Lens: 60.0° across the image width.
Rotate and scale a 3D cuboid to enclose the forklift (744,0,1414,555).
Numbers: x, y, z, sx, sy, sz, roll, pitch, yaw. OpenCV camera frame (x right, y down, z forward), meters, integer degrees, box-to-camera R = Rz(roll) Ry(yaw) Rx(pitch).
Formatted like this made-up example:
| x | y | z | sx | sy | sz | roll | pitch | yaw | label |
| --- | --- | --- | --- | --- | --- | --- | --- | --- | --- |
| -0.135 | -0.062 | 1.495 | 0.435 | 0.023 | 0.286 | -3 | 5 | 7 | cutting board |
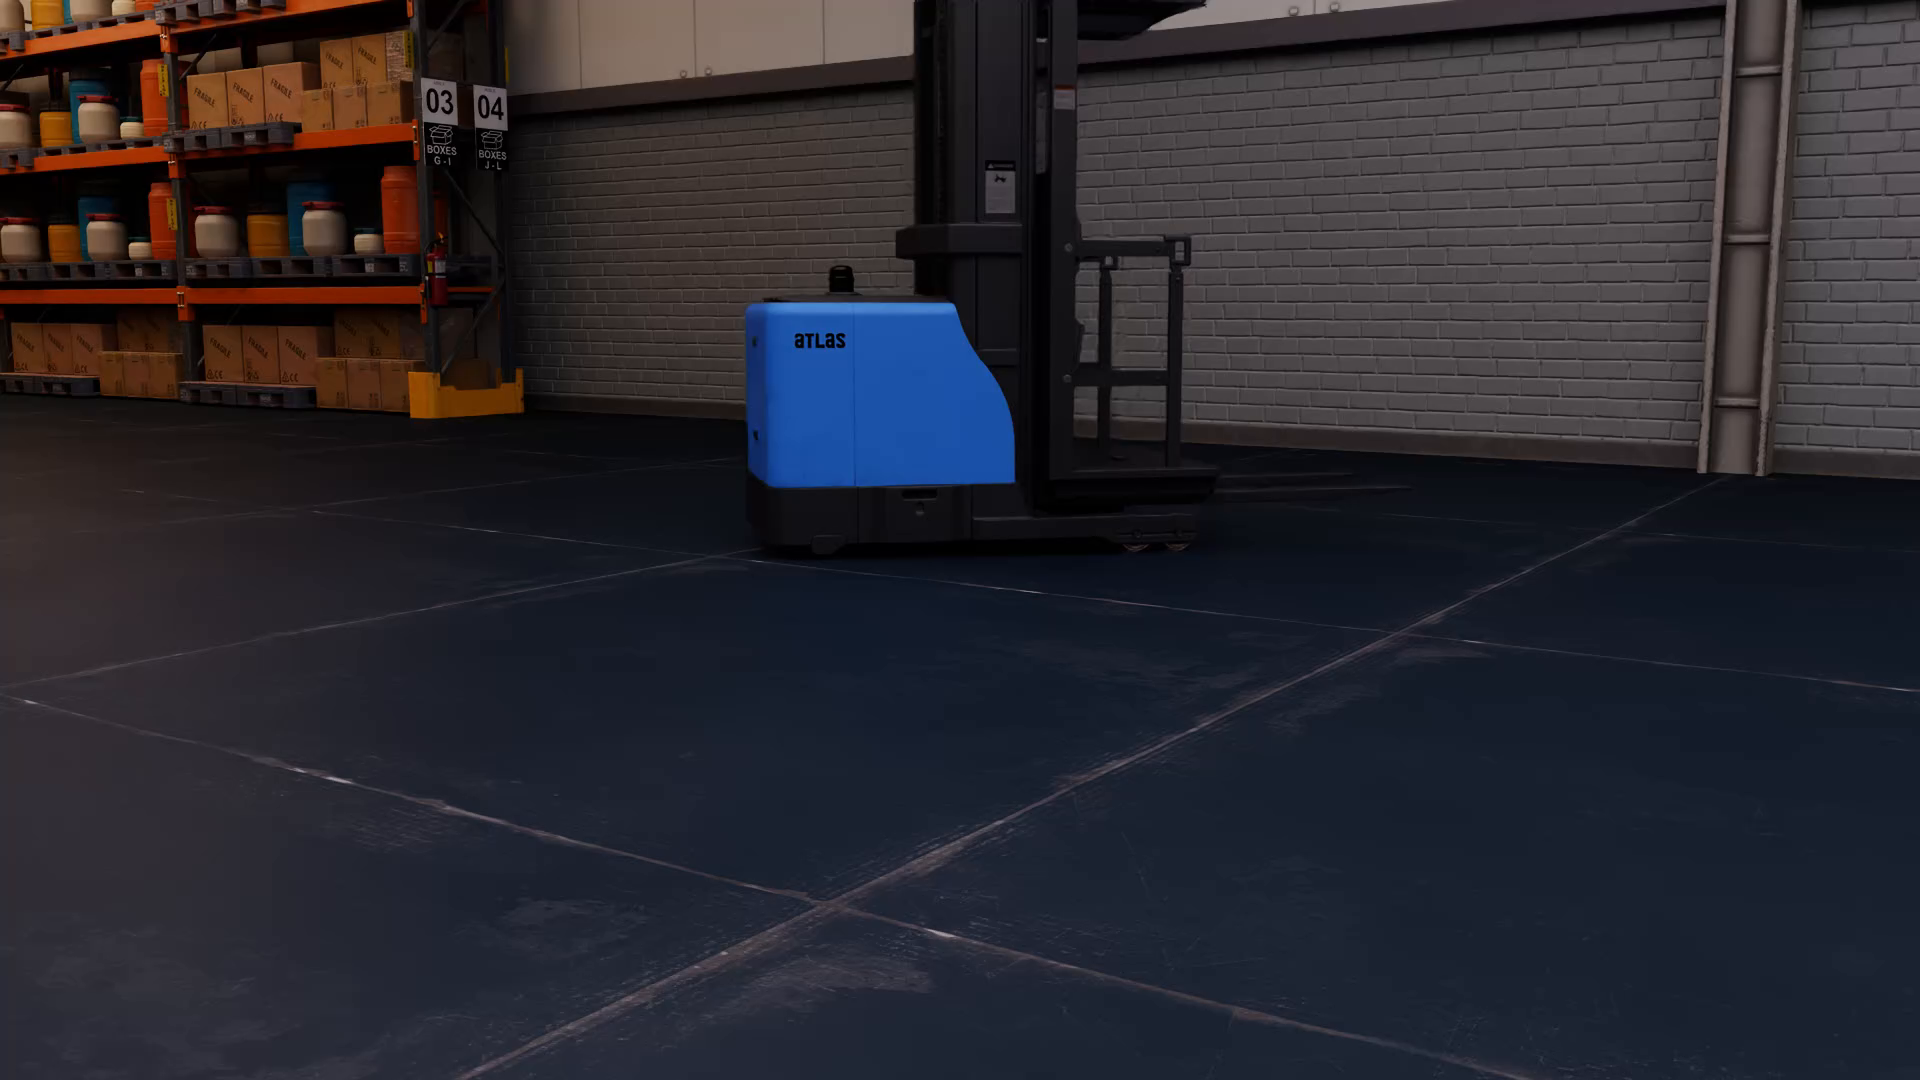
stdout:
| x | y | z | sx | sy | sz | roll | pitch | yaw | label |
| --- | --- | --- | --- | --- | --- | --- | --- | --- | --- |
| 0.563 | -1.472 | 7.547 | 3.031 | 2.935 | 1.130 | -2 | 8 | -13 | forklift |
